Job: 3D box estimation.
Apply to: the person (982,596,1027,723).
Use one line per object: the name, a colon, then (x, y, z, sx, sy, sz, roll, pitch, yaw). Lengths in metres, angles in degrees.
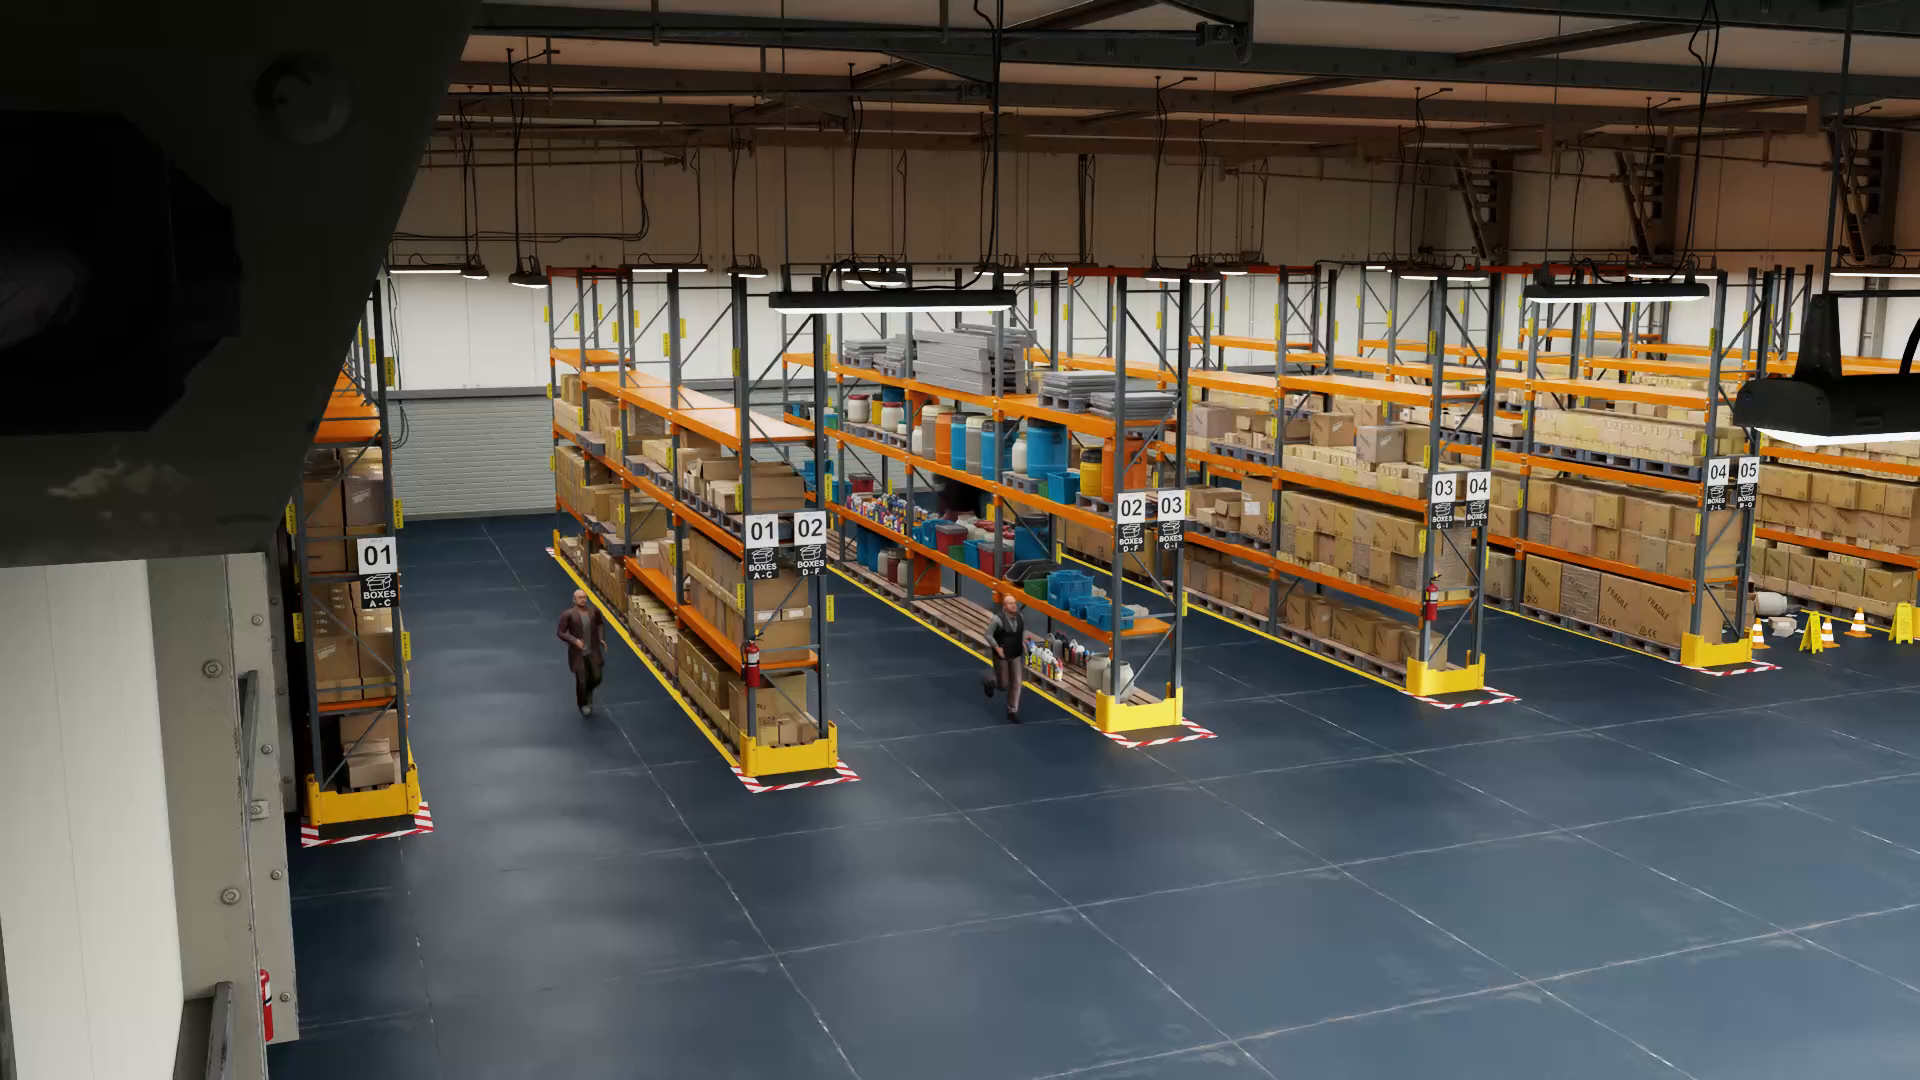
person: (0.647, 1.591, 22.734, 0.665, 1.701, 0.930, -5, 11, -27)

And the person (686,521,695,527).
person: (-5.127, -0.222, 33.147, 0.613, 1.608, 0.727, -5, 11, -25)

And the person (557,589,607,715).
person: (-5.158, 1.540, 22.839, 0.705, 1.737, 0.631, -6, 12, -31)
